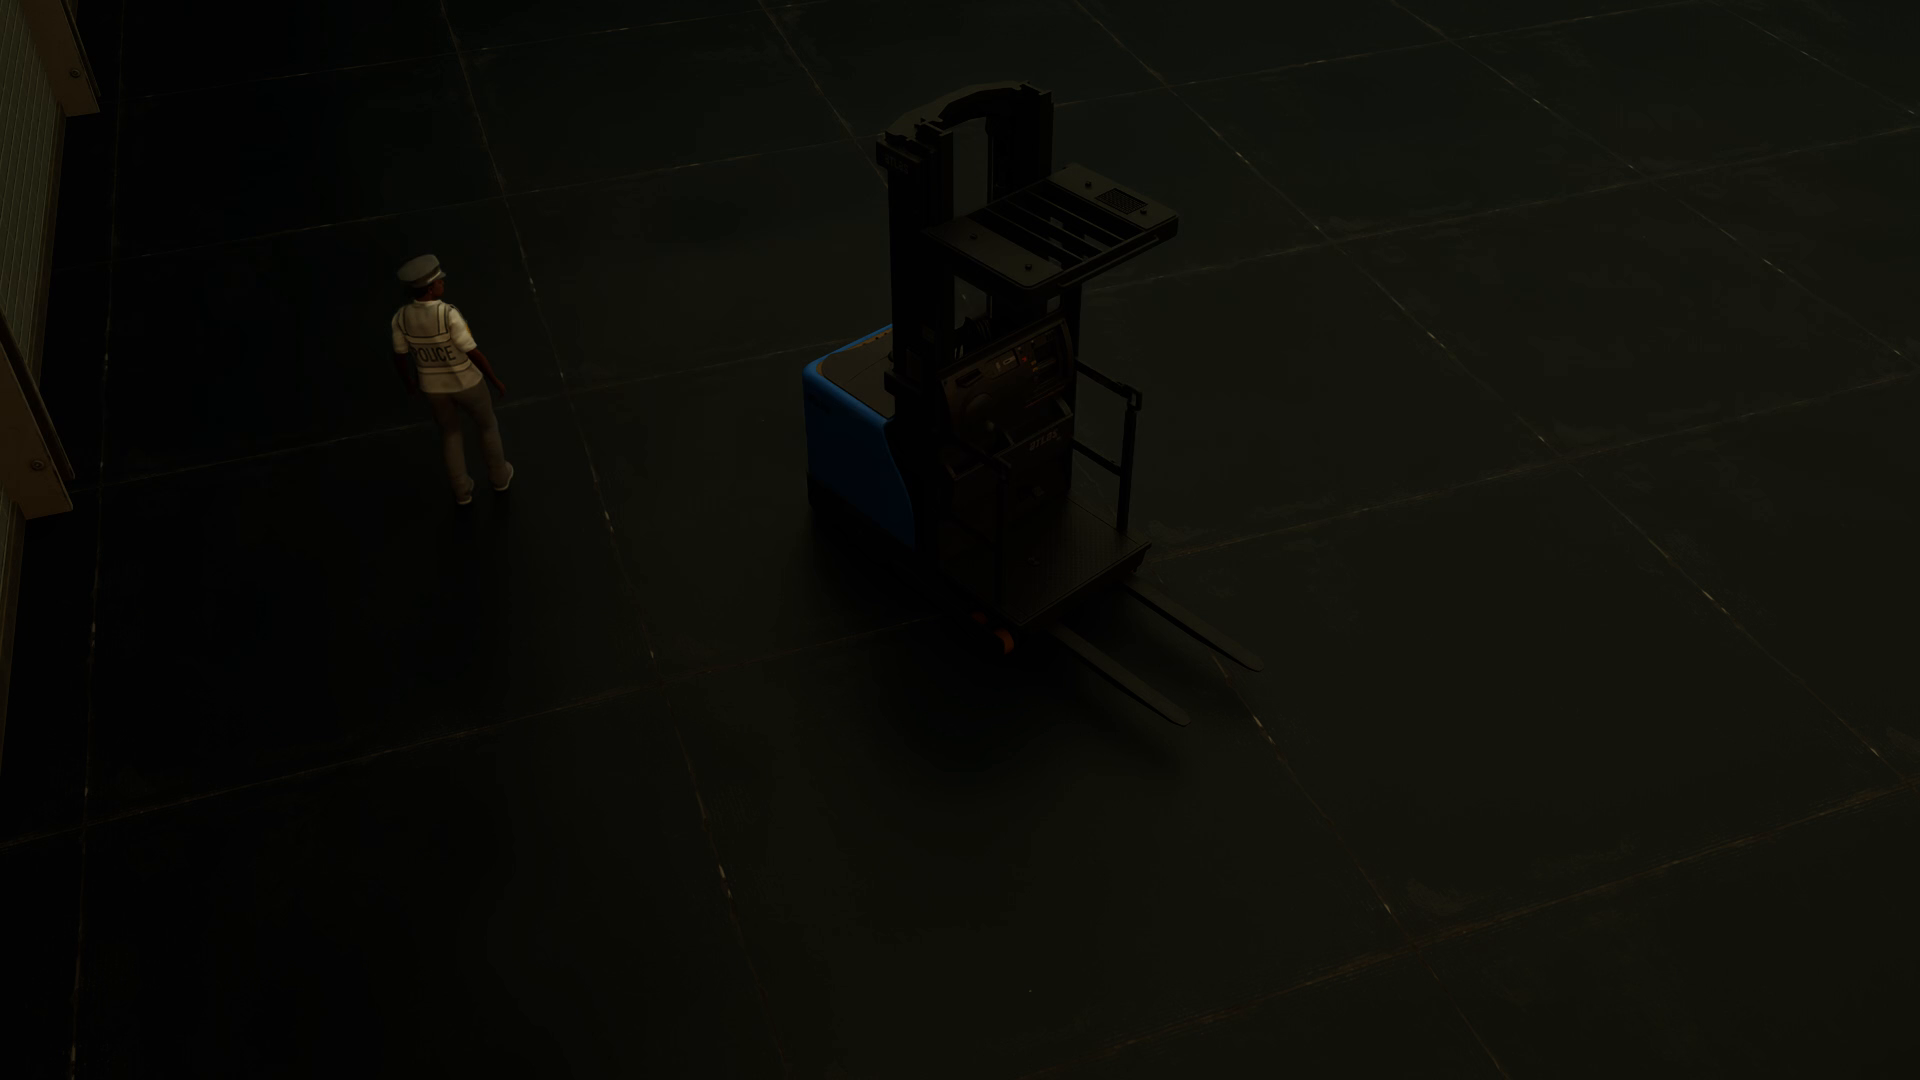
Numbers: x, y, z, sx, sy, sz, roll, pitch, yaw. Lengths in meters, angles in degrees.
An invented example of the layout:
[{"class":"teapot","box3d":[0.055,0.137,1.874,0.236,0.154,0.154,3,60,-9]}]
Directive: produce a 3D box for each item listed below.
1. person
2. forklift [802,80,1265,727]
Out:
[{"class":"person","box3d":[-3.082,-0.981,10.152,0.623,1.665,0.438,0,40,0]},{"class":"forklift","box3d":[0.409,-0.833,8.988,1.130,2.935,3.031,-30,49,-31]}]
